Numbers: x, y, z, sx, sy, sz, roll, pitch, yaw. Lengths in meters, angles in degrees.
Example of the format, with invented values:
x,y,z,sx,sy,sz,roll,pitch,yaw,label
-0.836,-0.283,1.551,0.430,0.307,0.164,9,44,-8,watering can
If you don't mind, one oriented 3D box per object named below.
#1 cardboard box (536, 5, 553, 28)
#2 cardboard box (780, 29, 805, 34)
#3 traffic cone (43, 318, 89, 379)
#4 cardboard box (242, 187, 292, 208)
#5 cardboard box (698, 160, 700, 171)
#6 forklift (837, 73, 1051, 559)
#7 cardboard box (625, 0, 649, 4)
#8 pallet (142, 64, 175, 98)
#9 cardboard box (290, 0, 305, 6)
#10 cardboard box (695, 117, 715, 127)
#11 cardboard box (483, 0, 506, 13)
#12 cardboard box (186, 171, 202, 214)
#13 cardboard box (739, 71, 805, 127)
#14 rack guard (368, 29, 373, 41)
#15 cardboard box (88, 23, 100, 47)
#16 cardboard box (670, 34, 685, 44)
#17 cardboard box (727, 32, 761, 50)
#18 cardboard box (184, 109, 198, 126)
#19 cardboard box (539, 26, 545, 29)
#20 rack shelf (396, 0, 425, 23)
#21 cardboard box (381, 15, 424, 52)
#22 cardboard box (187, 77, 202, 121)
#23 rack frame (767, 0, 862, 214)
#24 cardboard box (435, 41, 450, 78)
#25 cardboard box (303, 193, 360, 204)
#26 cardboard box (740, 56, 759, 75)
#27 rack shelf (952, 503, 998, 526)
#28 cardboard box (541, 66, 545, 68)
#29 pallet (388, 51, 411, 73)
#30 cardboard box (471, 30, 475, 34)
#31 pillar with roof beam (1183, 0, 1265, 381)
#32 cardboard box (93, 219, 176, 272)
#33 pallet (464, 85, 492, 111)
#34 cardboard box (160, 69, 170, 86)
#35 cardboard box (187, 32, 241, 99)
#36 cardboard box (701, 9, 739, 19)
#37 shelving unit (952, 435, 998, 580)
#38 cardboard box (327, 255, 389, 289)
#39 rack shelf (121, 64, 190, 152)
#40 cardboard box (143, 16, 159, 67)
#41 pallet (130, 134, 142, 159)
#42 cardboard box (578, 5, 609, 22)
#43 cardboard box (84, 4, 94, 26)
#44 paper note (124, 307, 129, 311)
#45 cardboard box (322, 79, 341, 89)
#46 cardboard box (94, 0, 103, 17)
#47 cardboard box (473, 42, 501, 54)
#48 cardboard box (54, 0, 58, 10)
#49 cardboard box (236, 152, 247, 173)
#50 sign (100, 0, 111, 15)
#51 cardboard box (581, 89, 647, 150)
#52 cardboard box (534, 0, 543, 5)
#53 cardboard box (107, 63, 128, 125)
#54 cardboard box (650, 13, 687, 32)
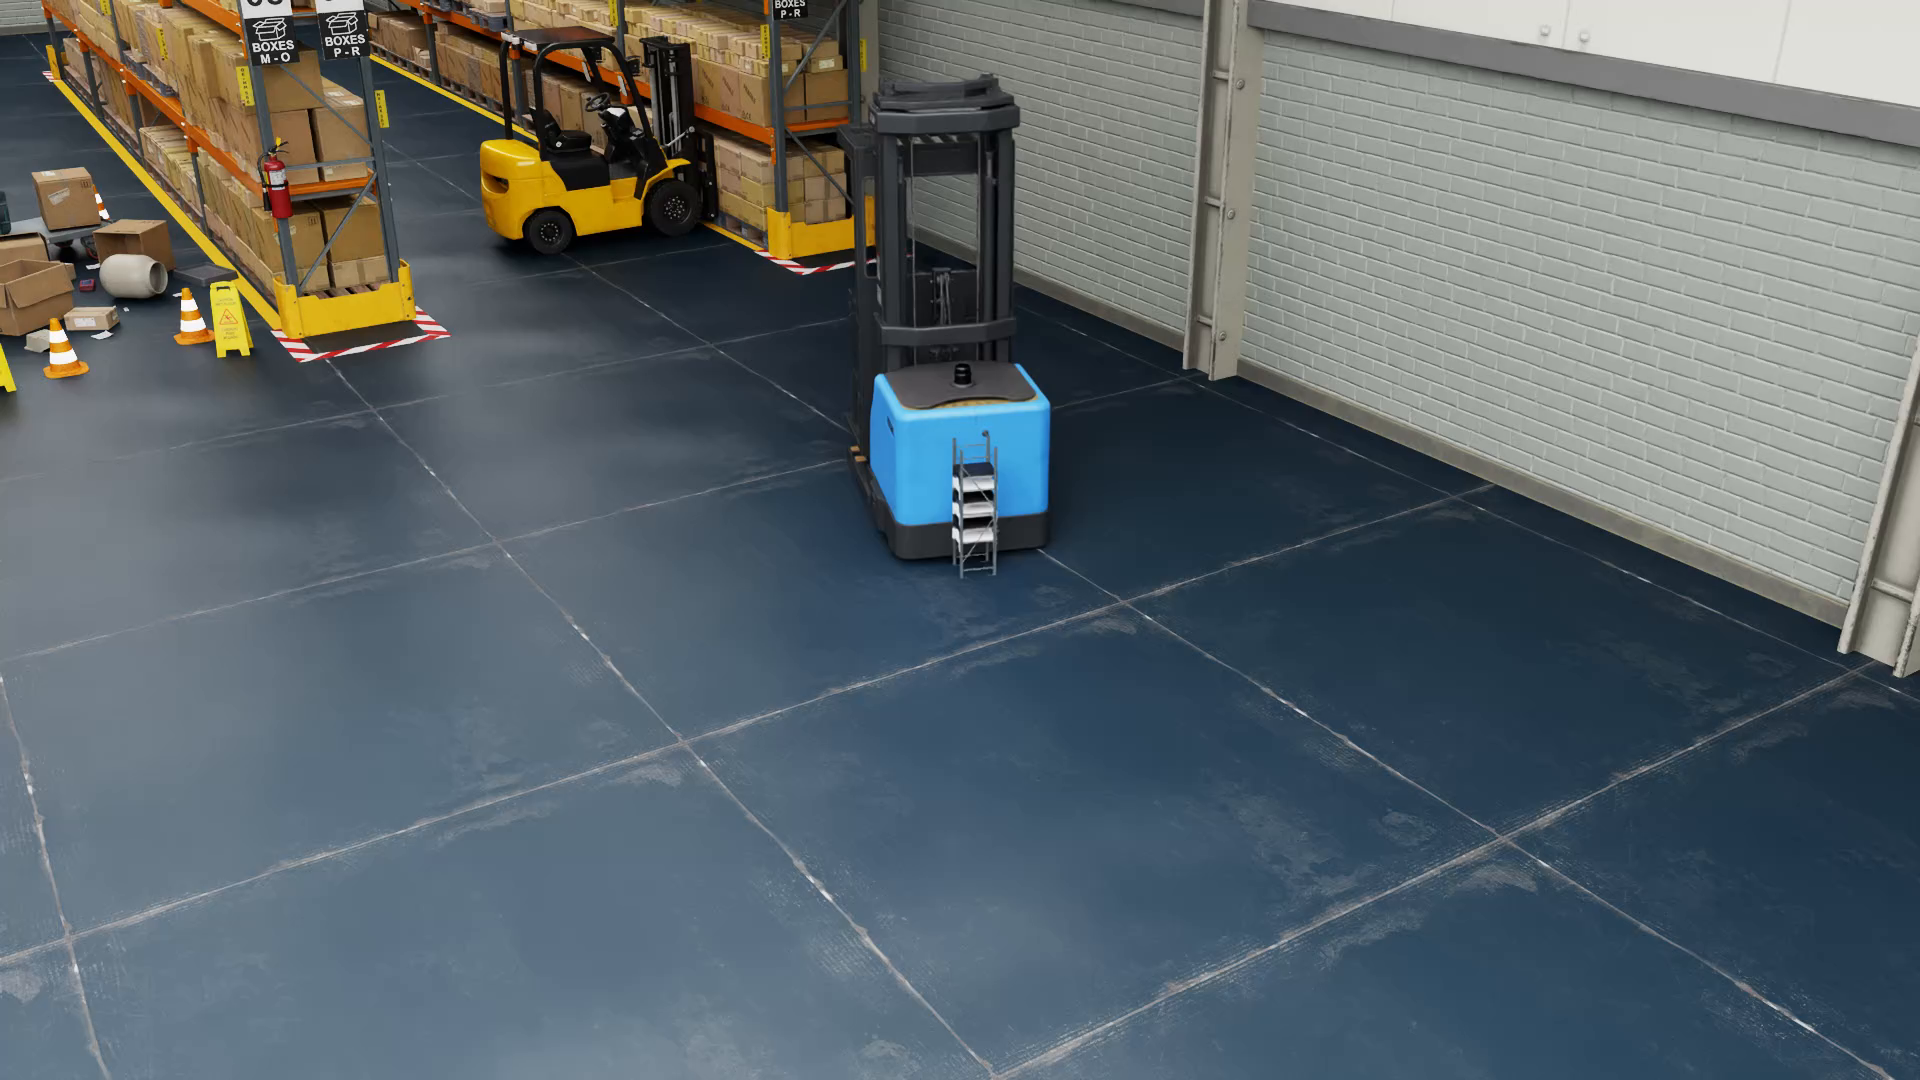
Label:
x,y,z,sx,sy,sz,roll,pitch,yaw,label
-5.276,-6.935,22.016,0.500,0.250,0.500,-16,30,-31,cardboard box
-1.887,-5.429,18.011,0.380,0.149,0.250,-15,29,-29,cardboard box
-7.706,-1.669,14.243,0.336,0.463,0.334,-16,29,-30,traffic cone
-6.559,-3.264,15.740,0.380,0.149,0.250,-15,29,-28,cardboard box
-2.851,-4.317,19.023,0.500,0.250,0.500,-16,29,-30,cardboard box
-0.229,-1.805,11.641,1.130,2.935,3.031,-6,26,-12,forklift
-4.195,-6.825,21.318,0.380,0.149,0.250,-16,29,-30,cardboard box
-8.898,-5.419,19.441,1.003,0.211,1.213,-16,29,-30,pallet
-5.774,-4.853,14.798,0.380,0.149,0.250,-17,30,-31,cardboard box
-3.120,-4.724,19.301,0.500,0.250,0.500,-14,29,-28,cardboard box
-6.537,-7.585,23.605,0.380,0.149,0.250,-15,29,-29,cardboard box
-8.118,-3.963,18.716,0.950,0.372,0.625,-15,29,-29,cardboard box
-1.978,-4.661,17.493,0.500,0.500,0.500,-16,30,-31,cardboard box
-10.182,-9.067,29.870,1.175,0.500,0.348,-16,29,-30,rack guard
-11.363,-6.796,22.308,0.500,0.250,0.500,-16,30,-30,cardboard box
-3.045,-5.631,18.787,0.380,0.149,0.250,-17,30,-31,cardboard box
-2.261,-5.328,17.797,0.380,0.149,0.250,-15,29,-29,cardboard box
-7.927,-4.473,17.505,0.380,0.149,0.250,-16,29,-30,cardboard box
-5.262,-6.716,22.138,0.500,0.250,0.500,-17,30,-31,cardboard box
-9.132,-9.183,28.032,1.077,0.370,4.000,-16,29,-30,rack shelf
-9.535,-8.728,28.661,0.700,0.500,0.500,-14,29,-27,cardboard box
-7.530,-4.557,16.924,0.500,0.500,0.500,-16,29,-30,cardboard box
-1.489,-4.501,17.271,1.000,3.000,0.127,-16,29,-30,rack frame
-7.965,-7.627,26.330,0.500,0.500,0.500,-14,29,-27,cardboard box
-6.157,-3.176,16.315,0.500,0.500,0.500,-17,30,-31,cardboard box
-2.078,-4.983,17.415,0.380,0.149,0.250,-15,29,-29,cardboard box
0.094,-0.176,10.648,0.258,0.077,0.200,-6,26,-12,rack shelf
-5.852,-6.638,24.234,0.500,0.500,0.500,-14,29,-28,cardboard box
-9.084,-8.215,28.405,1.003,0.211,1.213,-16,29,-30,pallet
-7.598,-8.082,26.532,0.380,0.149,0.250,-17,30,-32,cardboard box
-1.446,-4.524,10.292,9.100,9.000,0.400,-16,29,-30,pillar with roof beam
-8.385,-2.944,16.898,0.500,0.500,0.500,3,25,6,cardboard box
-6.894,-6.813,25.436,1.003,0.211,1.213,-16,29,-30,pallet
-8.642,-5.152,18.453,0.380,0.149,0.250,-16,30,-30,cardboard box
-6.743,-4.448,15.522,0.700,0.500,0.500,-16,30,-30,cardboard box
-2.799,-6.095,19.423,0.380,0.149,0.250,-16,30,-31,cardboard box
0.094,-0.207,10.633,0.258,0.900,0.210,-6,26,-12,shelving unit
-5.855,-2.643,16.063,0.500,0.250,0.500,-16,30,-30,cardboard box
-8.922,-5.164,19.518,1.077,0.370,4.000,-16,29,-30,rack shelf
-8.823,-5.618,18.680,0.500,0.500,0.500,-14,29,-28,cardboard box
-10.381,-5.243,22.109,1.003,0.211,1.213,-16,29,-30,pallet
-4.546,-6.592,20.823,0.380,0.149,0.250,-17,30,-31,cardboard box
-11.354,-7.023,22.204,0.500,0.250,0.500,-17,30,-31,cardboard box
-7.982,-2.208,15.915,0.032,0.001,0.123,-16,29,-30,paper note
-6.237,-4.123,16.005,0.500,0.500,0.500,-16,30,-31,cardboard box
-10.802,-7.008,21.292,0.500,0.500,0.500,-15,29,-29,cardboard box
-7.130,-7.414,25.117,0.380,0.149,0.250,-15,29,-29,cardboard box
-13.510,-8.337,25.279,0.500,0.500,0.500,-14,29,-28,cardboard box
-6.549,-3.560,15.572,0.380,0.149,0.250,-15,29,-29,cardboard box
-10.477,-6.598,20.356,0.100,0.325,0.005,-16,29,-30,sign
-4.384,-5.511,21.701,0.875,0.625,0.625,-16,30,-30,cardboard box
-5.468,-7.247,22.211,0.380,0.149,0.250,-15,29,-29,cardboard box
-11.292,-6.340,23.163,0.875,0.875,0.875,-15,29,-28,cardboard box
-3.328,-5.944,19.103,0.380,0.149,0.250,-15,29,-28,cardboard box
